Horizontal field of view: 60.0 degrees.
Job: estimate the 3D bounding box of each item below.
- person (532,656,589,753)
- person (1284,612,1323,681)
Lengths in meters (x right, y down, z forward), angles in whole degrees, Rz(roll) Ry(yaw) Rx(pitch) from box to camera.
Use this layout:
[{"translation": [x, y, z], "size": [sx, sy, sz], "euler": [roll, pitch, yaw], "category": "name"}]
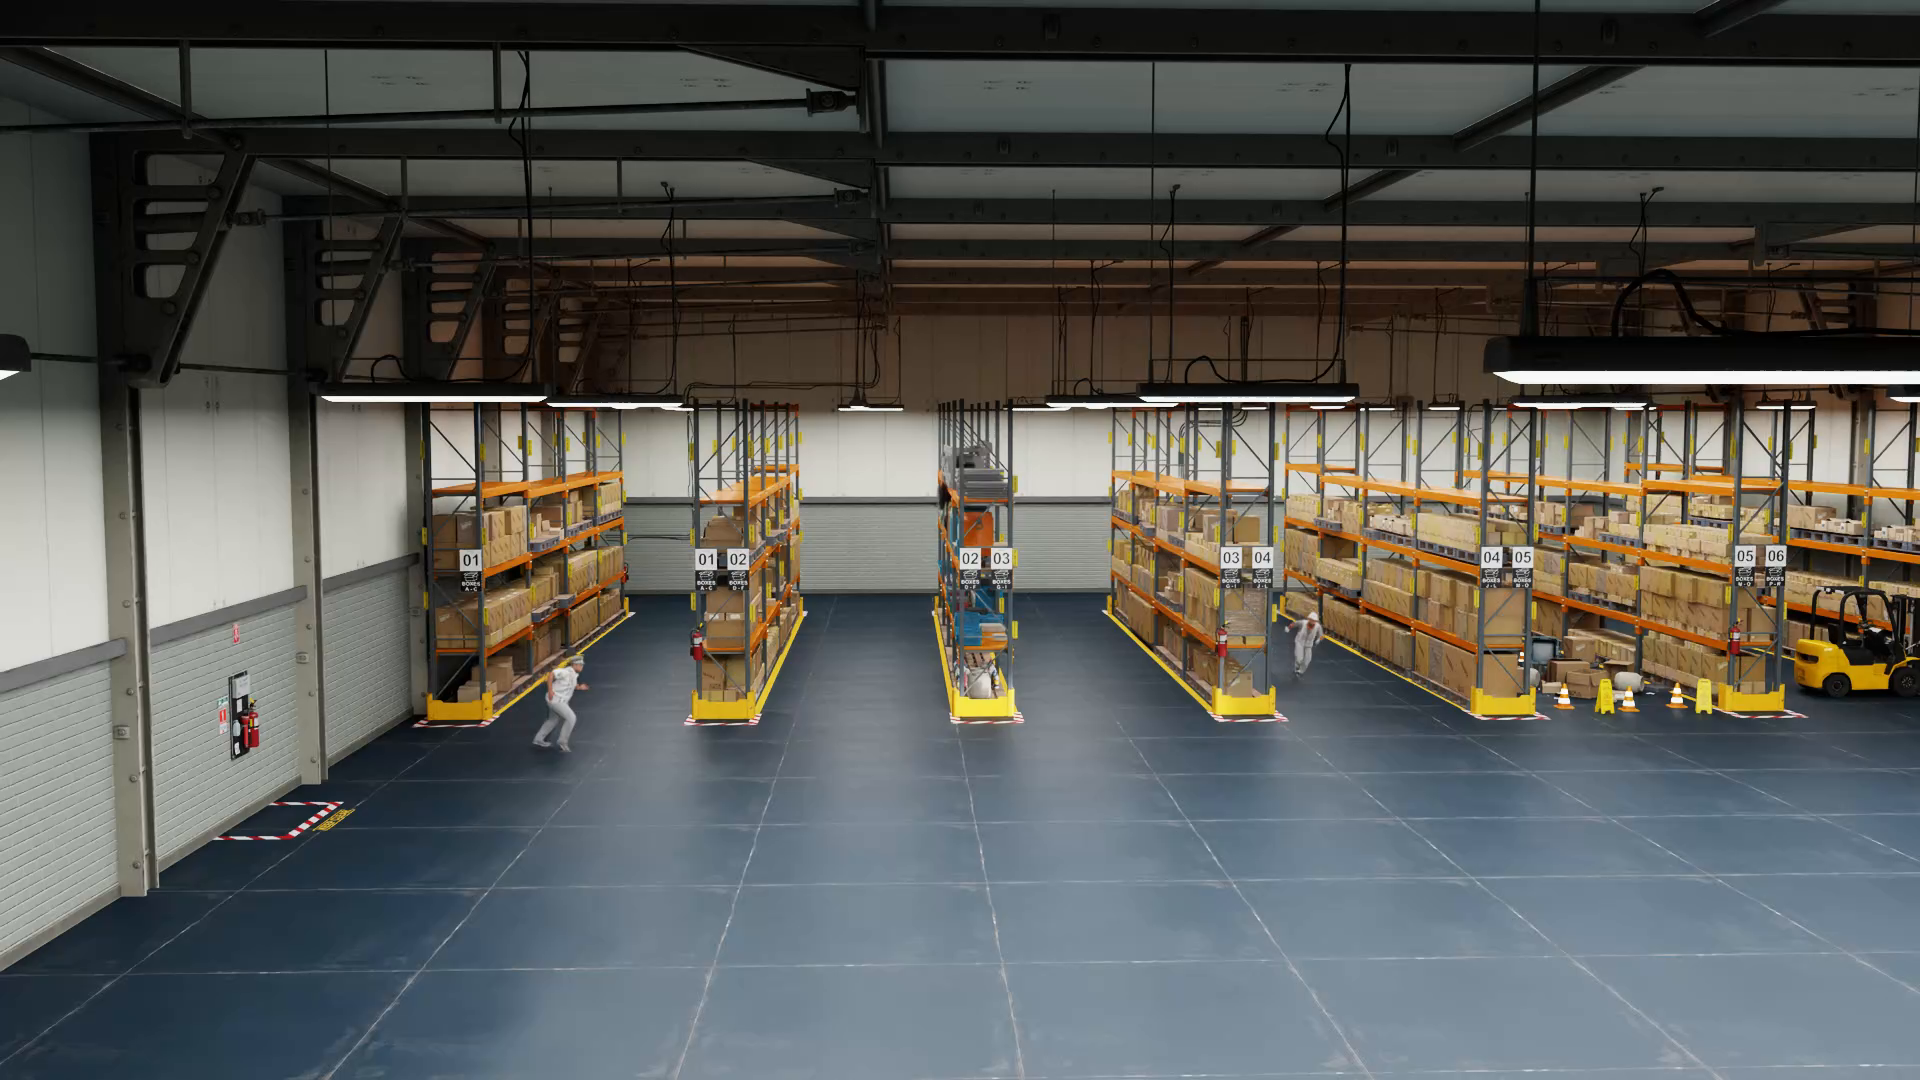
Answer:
[{"translation": [-6.800, 2.801, 28.166], "size": [1.013, 1.692, 0.711], "euler": [1, 4, 8], "category": "person"}, {"translation": [7.321, 2.265, 35.252], "size": [0.679, 1.534, 1.027], "euler": [0, 4, -4], "category": "person"}]
